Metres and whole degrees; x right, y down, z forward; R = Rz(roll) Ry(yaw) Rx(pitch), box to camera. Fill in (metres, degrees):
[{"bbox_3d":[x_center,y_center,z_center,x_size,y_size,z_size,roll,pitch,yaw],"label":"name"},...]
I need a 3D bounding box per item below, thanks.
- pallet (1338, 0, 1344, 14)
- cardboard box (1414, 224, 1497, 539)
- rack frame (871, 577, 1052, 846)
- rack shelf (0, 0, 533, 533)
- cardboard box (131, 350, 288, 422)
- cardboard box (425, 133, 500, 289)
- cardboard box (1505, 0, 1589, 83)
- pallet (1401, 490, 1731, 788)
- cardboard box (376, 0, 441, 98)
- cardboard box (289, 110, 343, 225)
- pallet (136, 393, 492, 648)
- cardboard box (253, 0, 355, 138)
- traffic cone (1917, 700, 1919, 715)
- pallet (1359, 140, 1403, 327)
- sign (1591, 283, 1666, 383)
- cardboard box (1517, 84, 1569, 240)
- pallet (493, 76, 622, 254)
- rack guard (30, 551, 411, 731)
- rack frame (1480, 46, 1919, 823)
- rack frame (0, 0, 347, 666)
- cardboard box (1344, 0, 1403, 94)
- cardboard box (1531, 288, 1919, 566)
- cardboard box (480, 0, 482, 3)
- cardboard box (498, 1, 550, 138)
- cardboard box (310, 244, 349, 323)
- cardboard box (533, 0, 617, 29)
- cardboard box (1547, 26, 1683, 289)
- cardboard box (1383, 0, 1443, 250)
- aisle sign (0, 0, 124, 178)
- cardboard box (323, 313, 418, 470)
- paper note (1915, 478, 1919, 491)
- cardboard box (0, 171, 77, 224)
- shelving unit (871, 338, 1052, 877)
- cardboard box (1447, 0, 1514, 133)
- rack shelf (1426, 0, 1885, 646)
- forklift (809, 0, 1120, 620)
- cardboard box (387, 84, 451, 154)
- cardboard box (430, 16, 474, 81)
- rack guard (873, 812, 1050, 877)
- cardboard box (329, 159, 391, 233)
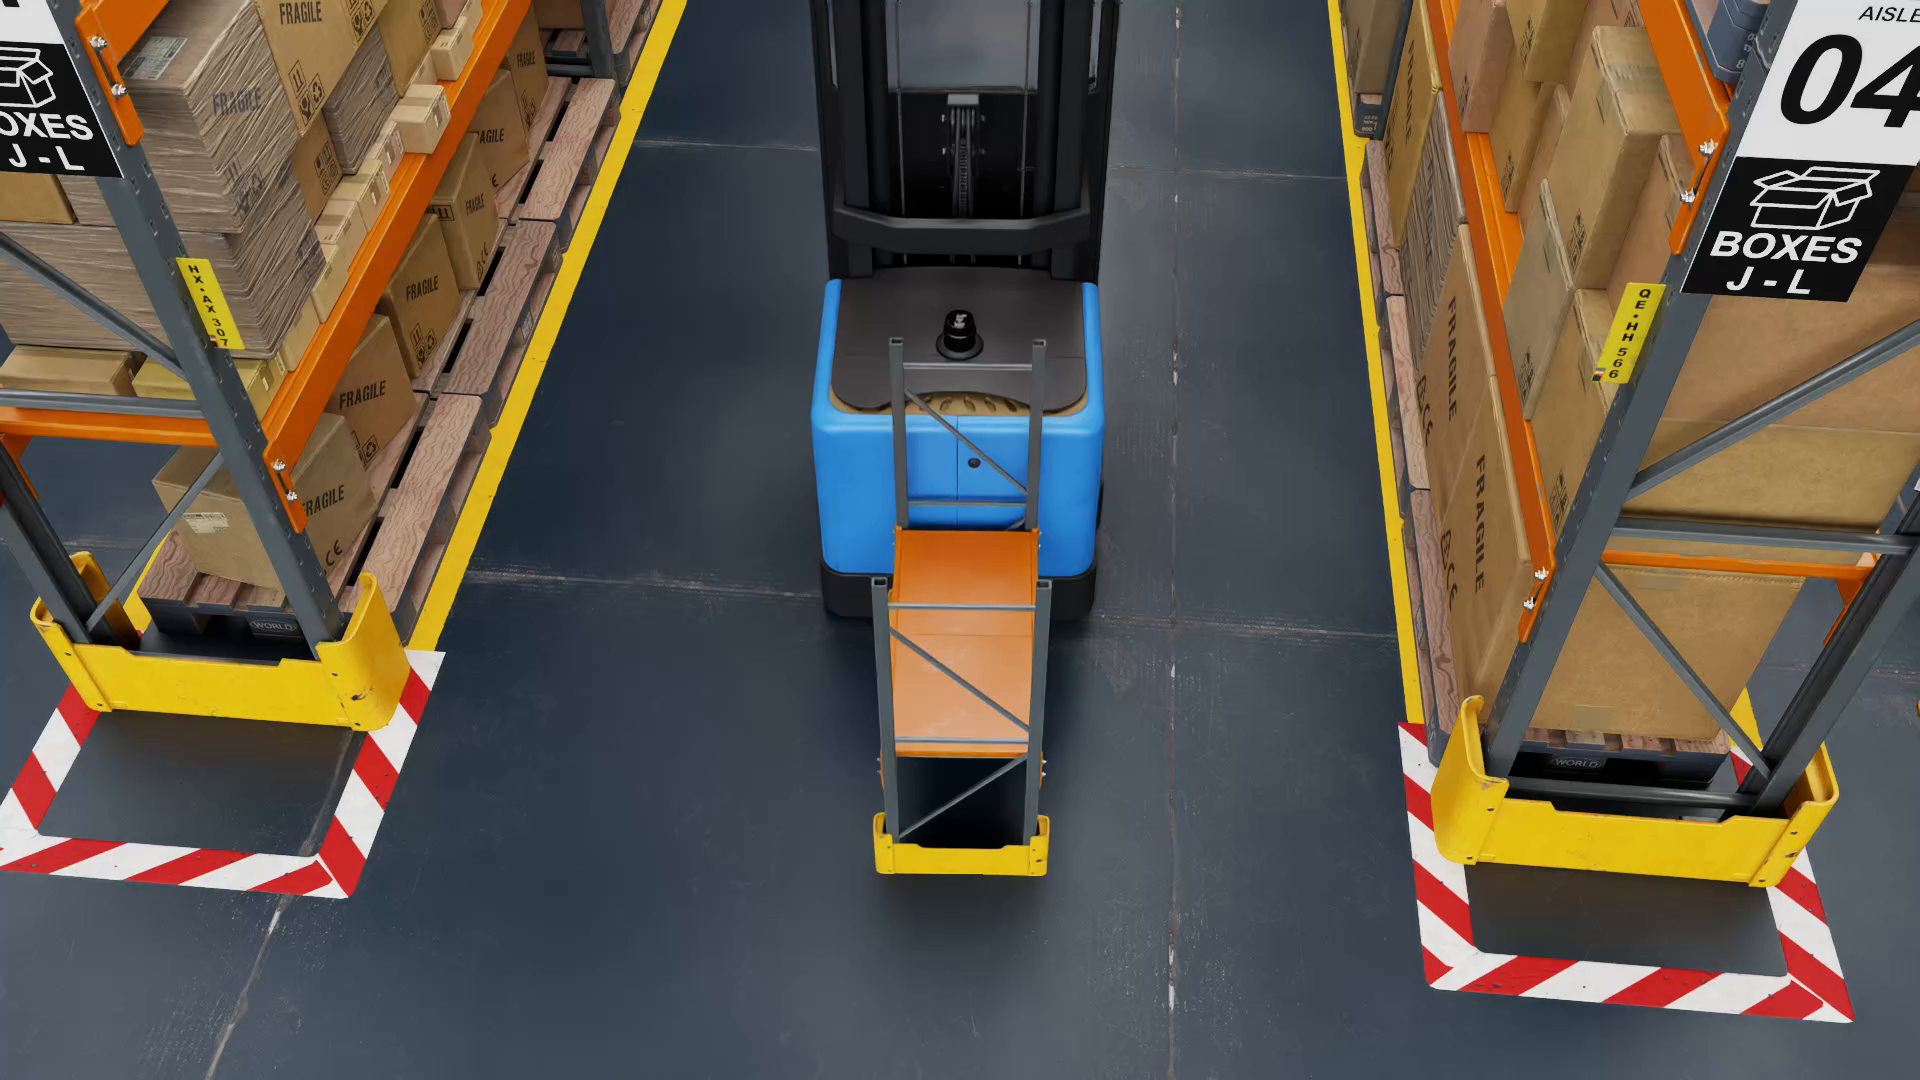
[{"bbox_3d":[2.718,-3.477,9.787,1.003,0.211,1.213,4,48,4],"label":"pallet"},{"bbox_3d":[2.324,-0.582,6.405,0.875,0.875,0.875,3,48,3],"label":"cardboard box"},{"bbox_3d":[0.004,0.626,5.161,0.500,1.500,0.032,1,48,1],"label":"rack frame"},{"bbox_3d":[-2.498,-1.643,6.707,1.077,0.370,4.000,4,48,4],"label":"rack shelf"},{"bbox_3d":[-2.417,-0.525,5.367,0.380,0.149,0.250,4,48,4],"label":"cardboard box"},{"bbox_3d":[-2.415,-1.479,7.480,0.500,0.500,0.500,0,48,0],"label":"cardboard box"},{"bbox_3d":[2.386,-1.904,5.625,0.875,0.550,0.500,4,48,4],"label":"cardboard box"},{"bbox_3d":[2.245,0.340,6.296,1.003,0.211,1.213,4,48,4],"label":"pallet"},{"bbox_3d":[-2.531,-2.059,6.331,0.875,0.500,0.500,4,48,4],"label":"cardboard box"},{"bbox_3d":[-2.677,-1.328,5.662,0.875,0.500,0.500,4,48,4],"label":"cardboard box"},{"bbox_3d":[-2.564,-0.125,6.722,1.003,0.211,1.213,4,48,4],"label":"pallet"},{"bbox_3d":[-2.306,-1.640,5.271,0.500,0.500,0.500,4,48,4],"label":"cardboard box"},{"bbox_3d":[3.712,0.553,5.930,0.336,0.463,0.334,4,48,4],"label":"traffic cone"},{"bbox_3d":[2.467,-1.453,7.936,1.003,0.211,1.213,4,48,4],"label":"pallet"},{"bbox_3d":[1.711,-0.526,4.253,0.100,0.325,0.005,4,48,4],"label":"sign"},{"bbox_3d":[2.443,-1.143,5.661,0.875,0.550,0.550,4,48,4],"label":"cardboard box"},{"bbox_3d":[-2.342,-1.918,8.361,1.003,0.211,1.213,4,48,4],"label":"pallet"},{"bbox_3d":[-2.673,0.372,6.071,1.175,0.500,0.348,4,48,4],"label":"rack guard"},{"bbox_3d":[2.250,-0.008,4.725,1.000,3.000,0.127,4,48,4],"label":"rack frame"},{"bbox_3d":[-2.680,-0.416,5.098,1.000,3.000,0.127,4,48,4],"label":"rack frame"},{"bbox_3d":[2.581,-2.792,8.511,1.050,0.750,0.750,4,48,3],"label":"cardboard box"},{"bbox_3d":[2.239,-0.335,4.922,0.875,0.550,0.550,4,48,4],"label":"cardboard box"},{"bbox_3d":[-2.223,-2.364,7.050,0.380,0.149,0.250,4,48,4],"label":"cardboard box"},{"bbox_3d":[-2.392,-2.362,8.287,0.500,0.500,0.500,3,48,2],"label":"cardboard box"},{"bbox_3d":[-2.337,-0.890,5.701,0.380,0.149,0.250,4,48,4],"label":"cardboard box"},{"bbox_3d":[-2.238,-3.110,8.957,0.700,0.500,0.500,1,48,1],"label":"cardboard box"},{"bbox_3d":[2.281,-1.104,4.893,0.875,0.550,0.550,4,48,4],"label":"cardboard box"},{"bbox_3d":[2.487,-1.915,7.624,0.875,0.875,0.875,5,48,4],"label":"cardboard box"},{"bbox_3d":[-2.387,-1.228,4.078,0.394,0.787,0.004,4,48,4],"label":"aisle sign"},{"bbox_3d":[-2.586,-0.613,6.688,0.500,0.500,0.500,15,49,14],"label":"cardboard box"},{"bbox_3d":[4.031,-0.243,6.966,0.032,0.001,0.123,28,53,23],"label":"paper note"},{"bbox_3d":[-2.876,-1.308,4.967,0.500,0.500,0.500,4,48,4],"label":"cardboard box"},{"bbox_3d":[0.014,0.244,5.511,0.587,1.500,1.083,1,48,1],"label":"shelving unit"},{"bbox_3d":[2.399,-1.932,6.382,0.875,0.550,0.550,4,48,4],"label":"cardboard box"},{"bbox_3d":[2.432,-1.235,6.334,1.077,0.370,4.000,4,48,4],"label":"rack shelf"},{"bbox_3d":[0.021,-1.757,6.371,1.130,2.935,3.031,1,48,1],"label":"forklift"},{"bbox_3d":[-2.184,-1.620,6.369,0.380,0.149,0.250,4,48,4],"label":"cardboard box"},{"bbox_3d":[-2.194,-1.992,6.709,0.380,0.149,0.250,4,48,4],"label":"cardboard box"},{"bbox_3d":[0.005,1.033,5.636,0.587,0.250,0.087,1,48,1],"label":"rack guard"},{"bbox_3d":[-2.305,-1.258,6.038,0.380,0.149,0.250,4,48,4],"label":"cardboard box"}]
